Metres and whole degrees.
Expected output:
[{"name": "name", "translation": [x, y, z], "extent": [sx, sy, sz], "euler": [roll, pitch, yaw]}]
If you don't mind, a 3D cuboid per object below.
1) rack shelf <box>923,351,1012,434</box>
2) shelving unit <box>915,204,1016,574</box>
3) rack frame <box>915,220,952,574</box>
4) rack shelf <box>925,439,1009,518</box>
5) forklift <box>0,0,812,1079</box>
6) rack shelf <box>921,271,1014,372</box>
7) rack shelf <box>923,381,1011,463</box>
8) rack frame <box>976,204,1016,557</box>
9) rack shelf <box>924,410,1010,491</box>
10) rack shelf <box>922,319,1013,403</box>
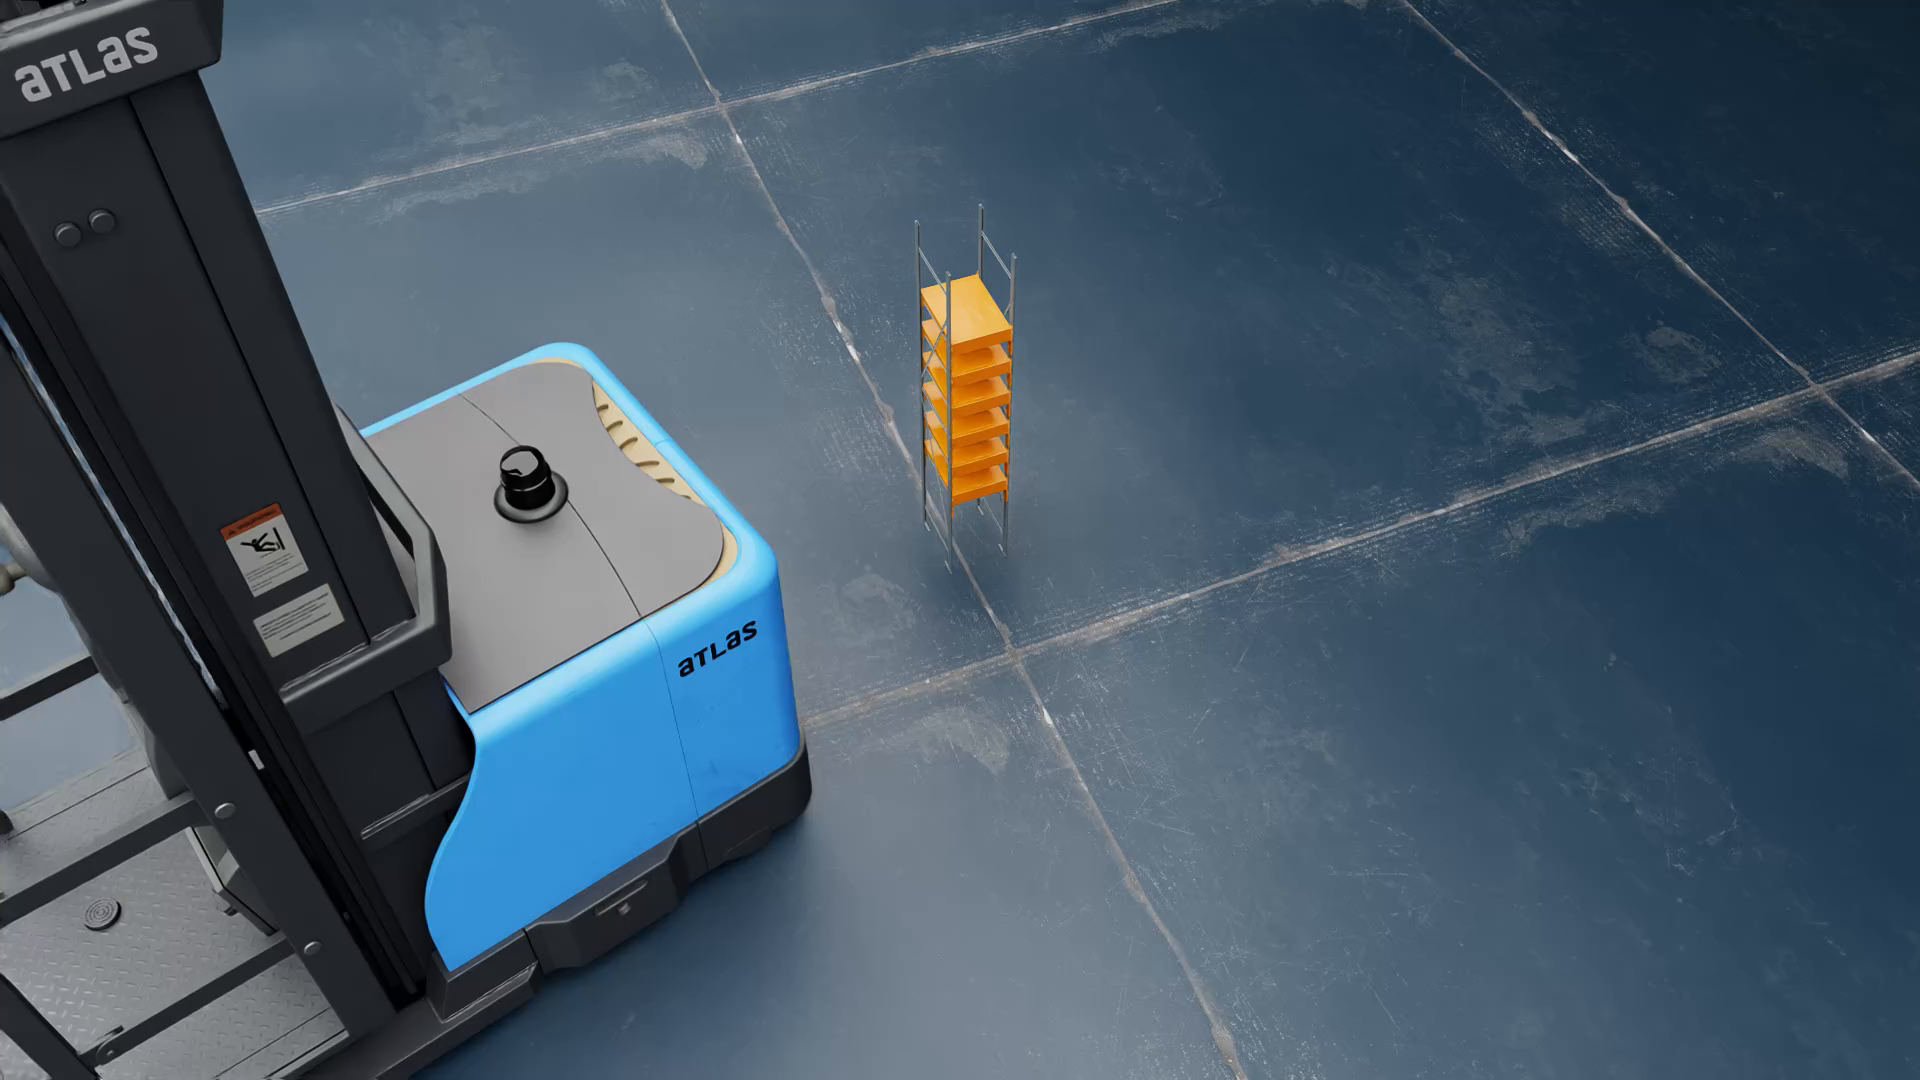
[{"name": "rack shelf", "translation": [0.013, -0.444, 4.741], "extent": [0.180, 0.103, 0.258], "euler": [-17, 52, -14]}, {"name": "shelving unit", "translation": [0.013, -0.395, 4.798], "extent": [0.189, 1.200, 0.258], "euler": [-17, 52, -14]}, {"name": "rack frame", "translation": [-0.071, -0.369, 4.776], "extent": [0.006, 1.200, 0.240], "euler": [-17, 52, -14]}, {"name": "rack shelf", "translation": [0.013, -0.210, 5.014], "extent": [0.180, 0.103, 0.258], "euler": [-17, 52, -14]}, {"name": "forklift", "translation": [-1.885, 0.179, 3.164], "extent": [3.031, 2.935, 1.130], "euler": [-30, 56, -23]}, {"name": "rack shelf", "translation": [0.013, -0.601, 4.559], "extent": [0.180, 0.103, 0.258], "euler": [-17, 52, -14]}, {"name": "rack shelf", "translation": [0.013, -0.366, 4.832], "extent": [0.180, 0.103, 0.258], "euler": [-17, 52, -14]}, {"name": "rack frame", "translation": [0.098, -0.421, 4.821], "extent": [0.006, 1.200, 0.240], "euler": [-17, 52, -14]}, {"name": "rack shelf", "translation": [0.013, -0.288, 4.923], "extent": [0.180, 0.103, 0.258], "euler": [-17, 52, -14]}, {"name": "rack shelf", "translation": [0.013, -0.522, 4.650], "extent": [0.180, 0.103, 0.258], "euler": [-17, 52, -14]}]
